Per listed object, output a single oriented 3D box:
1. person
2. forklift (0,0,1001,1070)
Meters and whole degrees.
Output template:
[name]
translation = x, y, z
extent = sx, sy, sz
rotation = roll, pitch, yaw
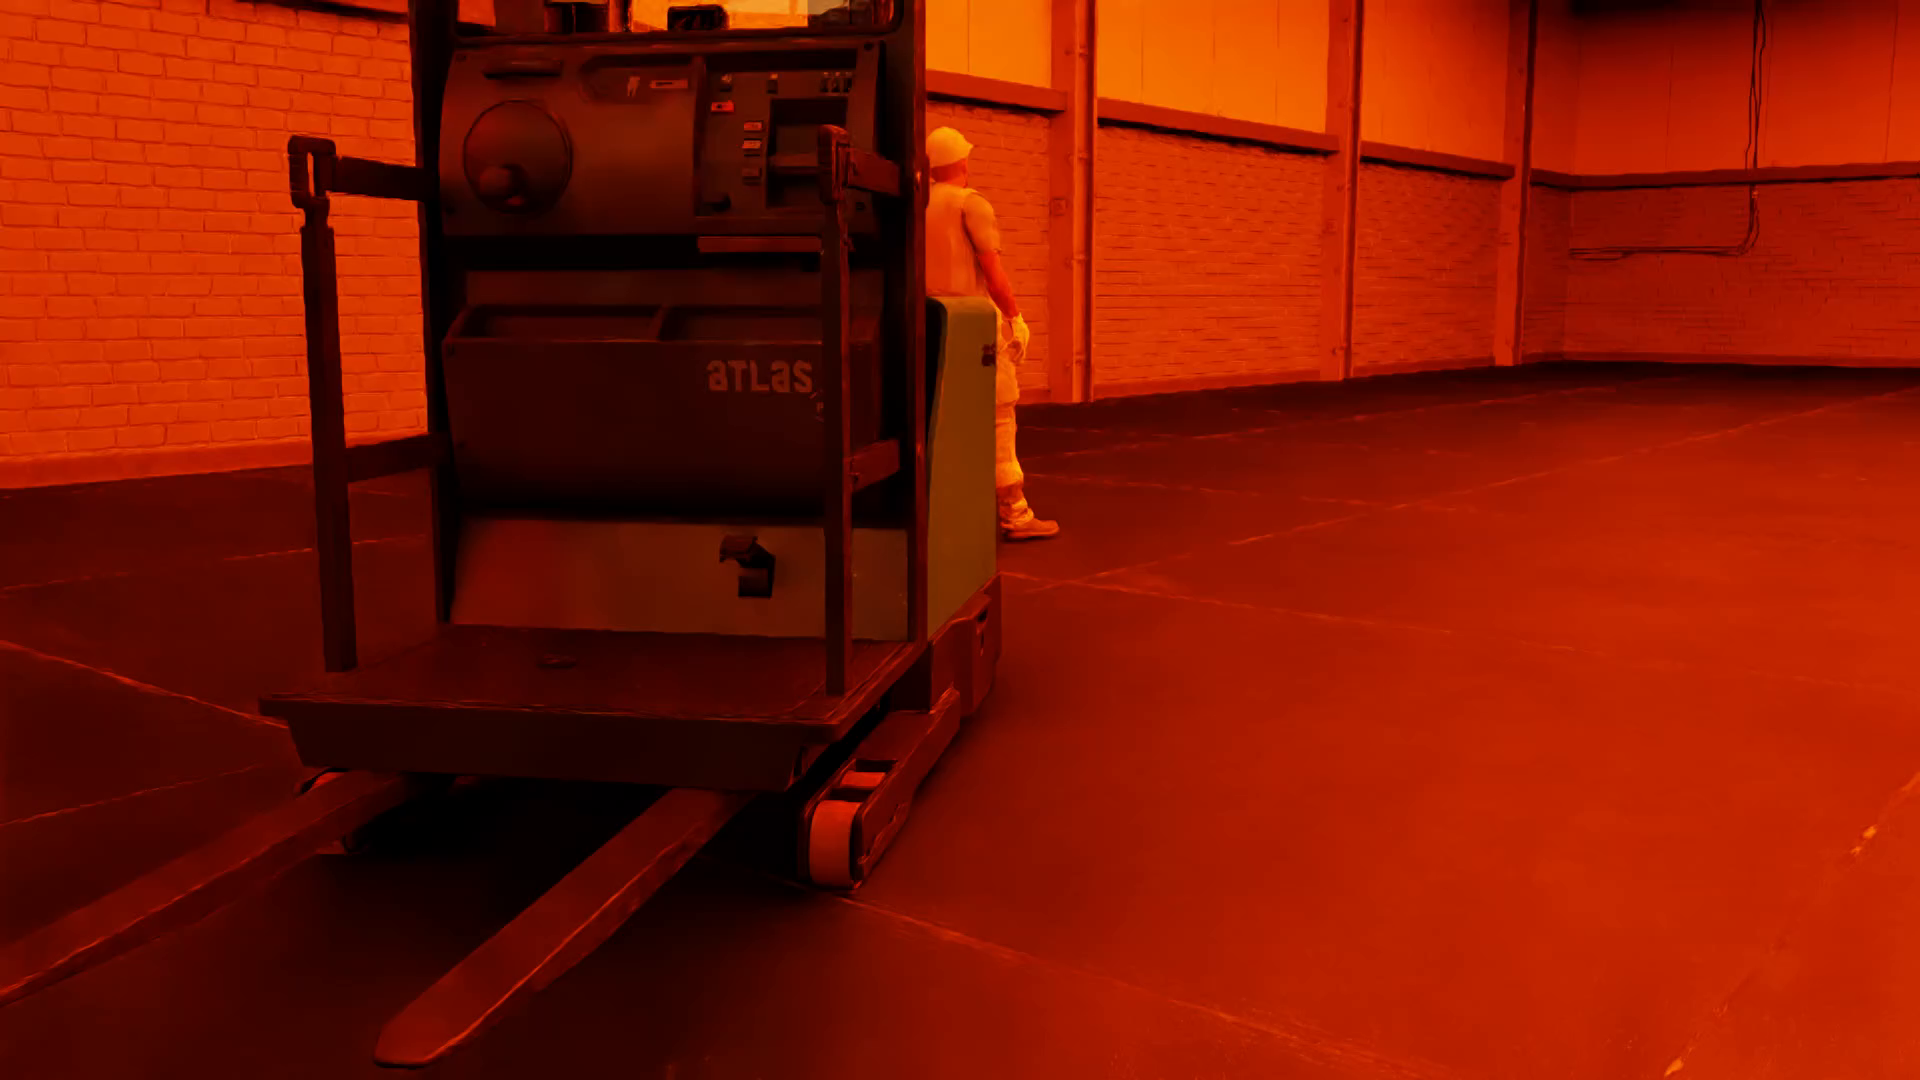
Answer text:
[person]
translation = 0.059, -0.900, 7.329
extent = 0.637, 1.787, 0.563
rotation = 7, 11, 38
[forklift]
translation = -0.658, -0.867, 3.211
extent = 1.130, 2.935, 3.031
rotation = 2, 8, 10
